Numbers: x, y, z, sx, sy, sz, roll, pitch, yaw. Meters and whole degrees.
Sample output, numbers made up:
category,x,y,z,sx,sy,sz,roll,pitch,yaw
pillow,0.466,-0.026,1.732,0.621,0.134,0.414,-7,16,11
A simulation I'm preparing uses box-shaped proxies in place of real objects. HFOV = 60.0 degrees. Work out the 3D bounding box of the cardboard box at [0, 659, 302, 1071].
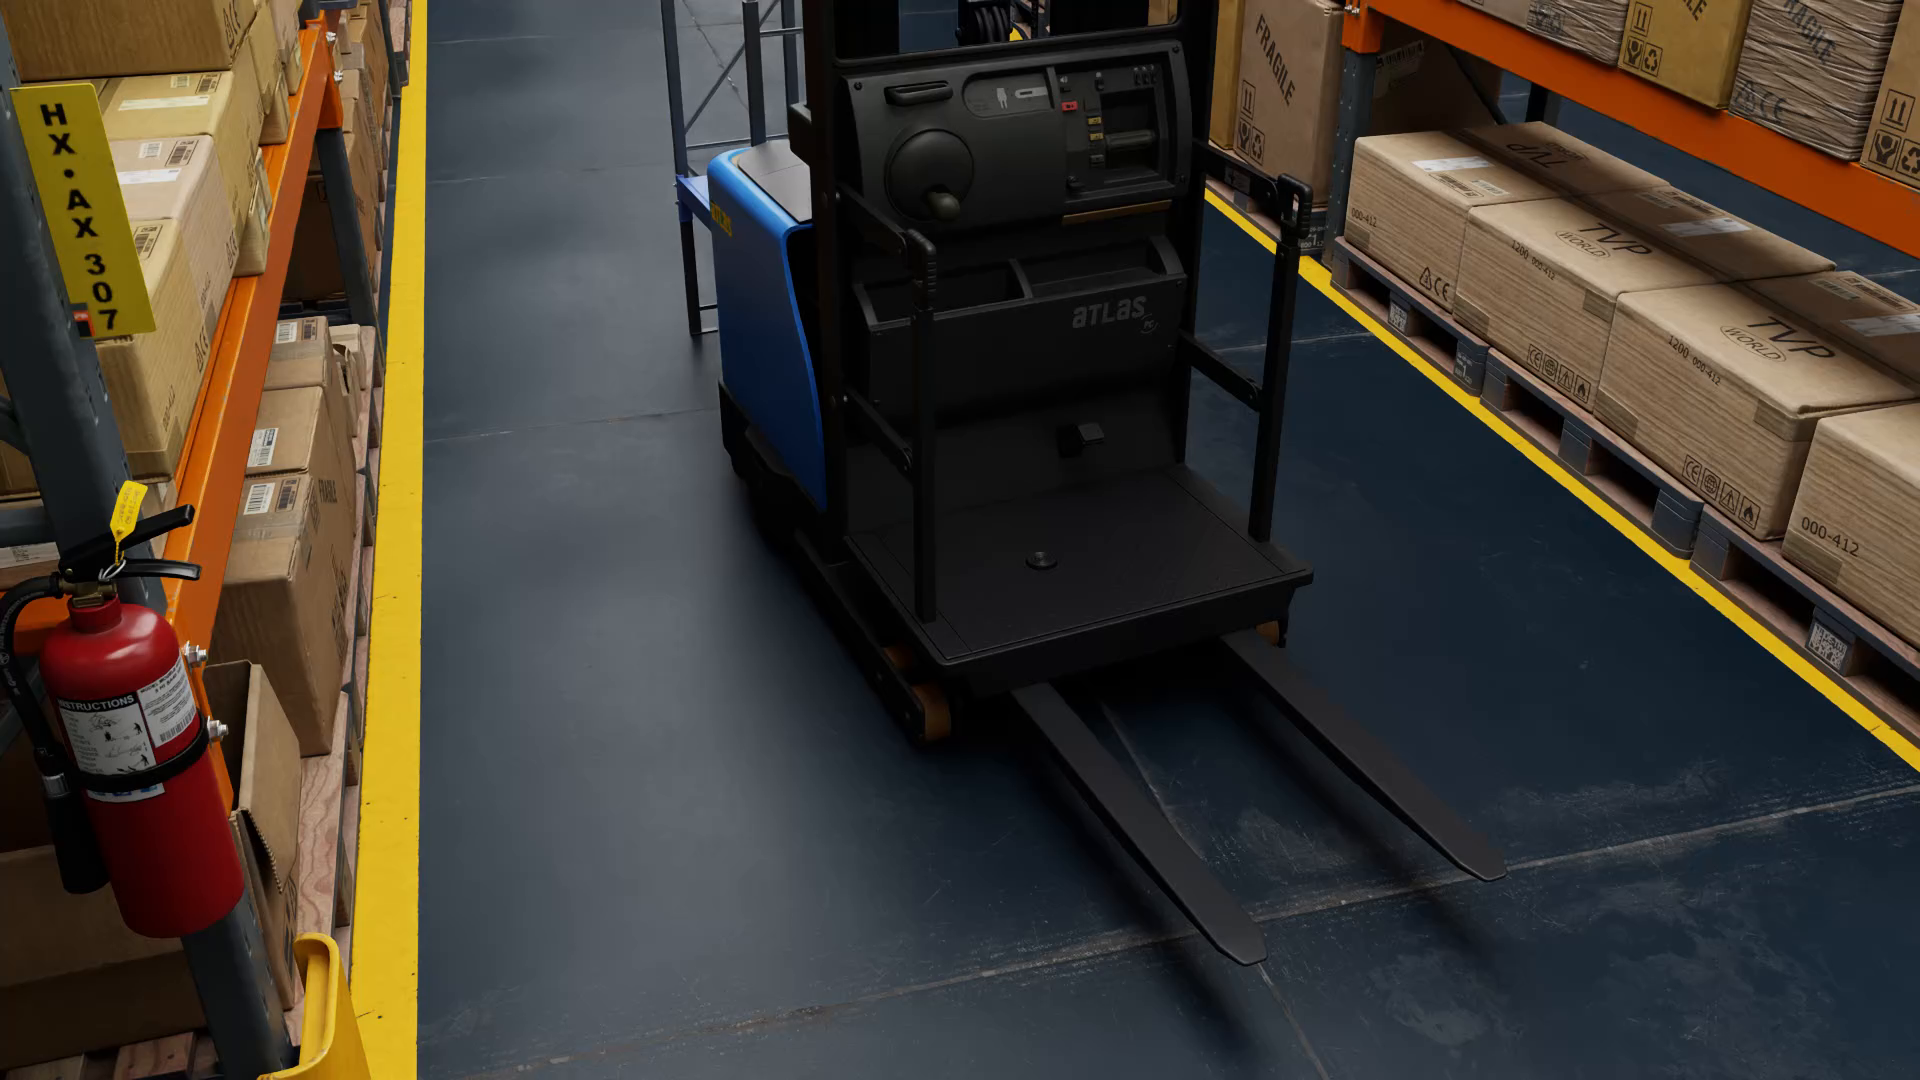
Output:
category,x,y,z,sx,sy,sz,roll,pitch,yaw
cardboard box,-1.701,0.628,3.244,0.797,0.503,0.637,-9,31,-15

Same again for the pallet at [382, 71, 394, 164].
category,x,y,z,sx,sy,sz,roll,pitch,yaw
pallet,-3.591,-2.254,8.934,1.003,0.211,1.213,-8,31,-13

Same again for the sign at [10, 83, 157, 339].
category,x,y,z,sx,sy,sz,roll,pitch,yaw
sign,-1.106,-0.410,2.099,0.100,0.325,0.005,-8,31,-13

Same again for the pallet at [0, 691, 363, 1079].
category,x,y,z,sx,sy,sz,roll,pitch,yaw
pallet,-1.862,0.822,3.619,1.003,0.211,1.213,-8,31,-13

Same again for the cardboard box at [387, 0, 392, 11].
category,x,y,z,sx,sy,sz,roll,pitch,yaw
cardboard box,-4.086,-3.598,10.424,0.875,0.625,0.625,-7,31,-12

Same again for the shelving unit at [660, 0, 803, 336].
category,x,y,z,sx,sy,sz,roll,pitch,yaw
shelving unit,-0.646,-1.293,5.986,0.538,1.500,1.048,-13,32,-21

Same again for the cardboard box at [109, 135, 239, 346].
category,x,y,z,sx,sy,sz,roll,pitch,yaw
cardboard box,-1.624,-0.525,3.016,0.500,0.250,0.500,-8,31,-13

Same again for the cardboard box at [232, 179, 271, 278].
category,x,y,z,sx,sy,sz,roll,pitch,yaw
cardboard box,-1.746,-0.678,3.678,0.380,0.149,0.250,-9,31,-15

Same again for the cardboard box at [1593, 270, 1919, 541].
category,x,y,z,sx,sy,sz,roll,pitch,yaw
cardboard box,2.632,-0.444,5.161,0.875,0.438,0.875,-7,31,-12

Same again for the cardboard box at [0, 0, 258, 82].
category,x,y,z,sx,sy,sz,roll,pitch,yaw
cardboard box,-1.889,-1.331,3.659,0.500,0.500,0.500,-7,31,-12

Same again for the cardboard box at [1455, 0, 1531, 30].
category,x,y,z,sx,sy,sz,roll,pitch,yaw
cardboard box,2.095,-2.095,5.775,0.500,0.500,0.500,-8,31,-13

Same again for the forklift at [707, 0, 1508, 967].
category,x,y,z,sx,sy,sz,roll,pitch,yaw
forklift,0.255,-0.983,4.022,1.130,2.935,3.031,-13,32,-21

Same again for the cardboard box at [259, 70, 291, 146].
category,x,y,z,sx,sy,sz,roll,pitch,yaw
cardboard box,-2.042,-1.171,4.529,0.380,0.149,0.250,-8,31,-14

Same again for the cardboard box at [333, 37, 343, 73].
category,x,y,z,sx,sy,sz,roll,pitch,yaw
cardboard box,-2.937,-2.106,7.323,0.380,0.149,0.250,-7,31,-11

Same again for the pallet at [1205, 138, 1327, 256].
category,x,y,z,sx,sy,sz,roll,pitch,yaw
pallet,1.816,-1.712,7.998,1.003,0.211,1.213,-8,31,-13

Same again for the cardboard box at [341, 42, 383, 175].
category,x,y,z,sx,sy,sz,roll,pitch,yaw
cardboard box,-3.013,-2.007,7.799,0.500,0.500,0.500,-9,31,-15

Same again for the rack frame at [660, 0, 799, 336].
category,x,y,z,sx,sy,sz,roll,pitch,yaw
rack frame,-0.853,-1.525,6.388,0.500,1.500,0.032,-13,32,-21

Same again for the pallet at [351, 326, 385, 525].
category,x,y,z,sx,sy,sz,roll,pitch,yaw
pallet,-2.510,-0.356,5.655,1.003,0.211,1.213,-8,31,-13

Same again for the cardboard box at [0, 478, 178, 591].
category,x,y,z,sx,sy,sz,roll,pitch,yaw
cardboard box,-1.452,-0.049,2.592,0.380,0.149,0.250,-8,31,-14

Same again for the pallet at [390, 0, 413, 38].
category,x,y,z,sx,sy,sz,roll,pitch,yaw
pallet,-4.254,-3.611,11.278,1.003,0.211,1.213,-8,31,-13

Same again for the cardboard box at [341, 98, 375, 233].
category,x,y,z,sx,sy,sz,roll,pitch,yaw
cardboard box,-2.754,-1.514,6.948,0.500,0.500,0.500,-8,31,-14

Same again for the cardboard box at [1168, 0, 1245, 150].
category,x,y,z,sx,sy,sz,roll,pitch,yaw
cardboard box,1.604,-2.543,8.351,0.875,0.875,0.875,-7,31,-12

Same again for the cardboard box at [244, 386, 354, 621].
category,x,y,z,sx,sy,sz,roll,pitch,yaw
cardboard box,-1.934,-0.057,4.431,0.500,0.500,0.500,-7,31,-12

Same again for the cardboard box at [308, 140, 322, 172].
category,x,y,z,sx,sy,sz,roll,pitch,yaw
cardboard box,-2.530,-1.484,6.248,0.380,0.149,0.250,-6,31,-11

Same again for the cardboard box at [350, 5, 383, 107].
category,x,y,z,sx,sy,sz,roll,pitch,yaw
cardboard box,-3.311,-2.508,8.665,0.500,0.500,0.500,-8,31,-14

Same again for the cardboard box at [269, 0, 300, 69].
category,x,y,z,sx,sy,sz,roll,pitch,yaw
cardboard box,-2.174,-1.505,4.709,0.500,0.250,0.500,-8,31,-13

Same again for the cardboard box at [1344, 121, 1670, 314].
category,x,y,z,sx,sy,sz,roll,pitch,yaw
cardboard box,2.157,-1.312,6.661,0.875,0.438,0.875,-8,31,-14

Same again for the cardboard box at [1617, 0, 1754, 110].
category,x,y,z,sx,sy,sz,roll,pitch,yaw
cardboard box,2.358,-1.605,4.929,0.500,0.500,0.500,-7,31,-12

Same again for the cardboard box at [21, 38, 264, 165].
category,x,y,z,sx,sy,sz,roll,pitch,yaw
cardboard box,-1.918,-1.014,3.860,0.500,0.250,0.500,-9,31,-15

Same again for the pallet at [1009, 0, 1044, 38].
category,x,y,z,sx,sy,sz,roll,pitch,yaw
pallet,0.826,-3.659,11.361,1.003,0.211,1.213,-8,31,-13

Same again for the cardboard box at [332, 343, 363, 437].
category,x,y,z,sx,sy,sz,roll,pitch,yaw
cardboard box,-2.165,-0.491,5.414,0.396,0.266,0.258,-7,31,-11

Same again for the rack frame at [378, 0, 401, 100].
category,x,y,z,sx,sy,sz,roll,pitch,yaw
rack frame,-3.753,-3.827,8.867,1.000,3.000,0.127,-8,31,-13

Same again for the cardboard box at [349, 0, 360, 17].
category,x,y,z,sx,sy,sz,roll,pitch,yaw
cardboard box,-3.248,-2.742,8.421,0.380,0.149,0.250,-9,31,-15

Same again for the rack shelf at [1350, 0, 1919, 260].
category,x,y,z,sx,sy,sz,roll,pitch,yaw
rack shelf,2.624,-1.279,5.184,1.077,0.370,4.000,-8,31,-13

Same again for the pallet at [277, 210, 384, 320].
category,x,y,z,sx,sy,sz,roll,pitch,yaw
pallet,-2.944,-1.076,6.898,1.003,0.211,1.213,-8,31,-13

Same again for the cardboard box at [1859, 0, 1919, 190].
category,x,y,z,sx,sy,sz,roll,pitch,yaw
cardboard box,2.653,-1.110,4.074,0.500,0.500,0.500,-8,31,-14

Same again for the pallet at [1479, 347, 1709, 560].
category,x,y,z,sx,sy,sz,roll,pitch,yaw
pallet,2.547,-0.382,5.699,1.003,0.211,1.213,-8,31,-13

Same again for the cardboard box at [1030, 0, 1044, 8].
category,x,y,z,sx,sy,sz,roll,pitch,yaw
cardboard box,0.891,-3.807,11.037,0.950,0.372,0.625,-10,32,-17

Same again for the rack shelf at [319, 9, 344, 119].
category,x,y,z,sx,sy,sz,roll,pitch,yaw
rack shelf,-3.222,-2.549,7.378,1.077,0.370,4.000,-8,31,-13

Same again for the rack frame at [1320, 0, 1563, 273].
category,x,y,z,sx,sy,sz,roll,pitch,yaw
rack frame,2.093,-2.557,6.673,1.000,3.000,0.127,-8,31,-13

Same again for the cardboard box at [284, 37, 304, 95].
category,x,y,z,sx,sy,sz,roll,pitch,yaw
cardboard box,-2.181,-1.420,4.961,0.380,0.149,0.250,-7,31,-12
